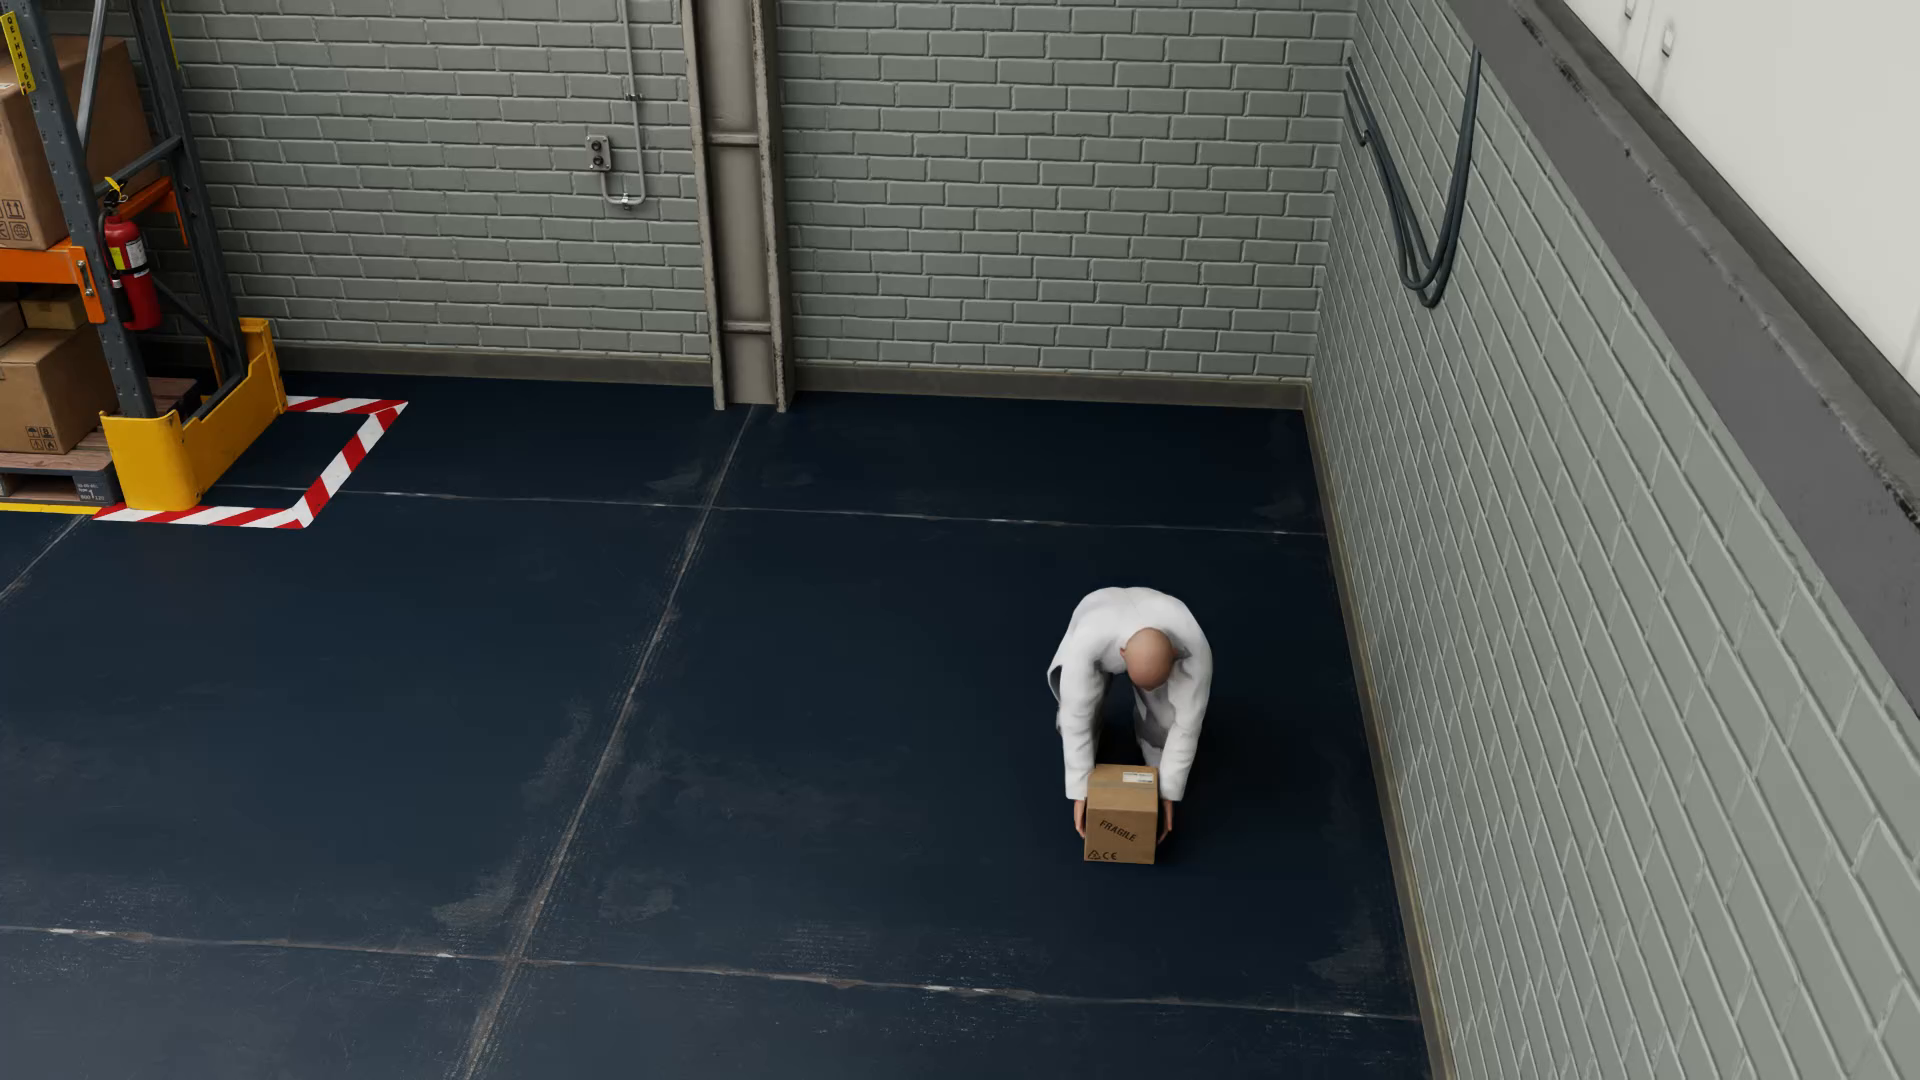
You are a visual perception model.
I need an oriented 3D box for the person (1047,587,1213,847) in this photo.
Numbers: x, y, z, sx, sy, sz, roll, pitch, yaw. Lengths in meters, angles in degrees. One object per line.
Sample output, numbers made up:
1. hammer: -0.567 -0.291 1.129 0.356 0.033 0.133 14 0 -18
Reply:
1. person: 0.620 0.539 6.159 0.599 0.853 0.911 3 32 4
